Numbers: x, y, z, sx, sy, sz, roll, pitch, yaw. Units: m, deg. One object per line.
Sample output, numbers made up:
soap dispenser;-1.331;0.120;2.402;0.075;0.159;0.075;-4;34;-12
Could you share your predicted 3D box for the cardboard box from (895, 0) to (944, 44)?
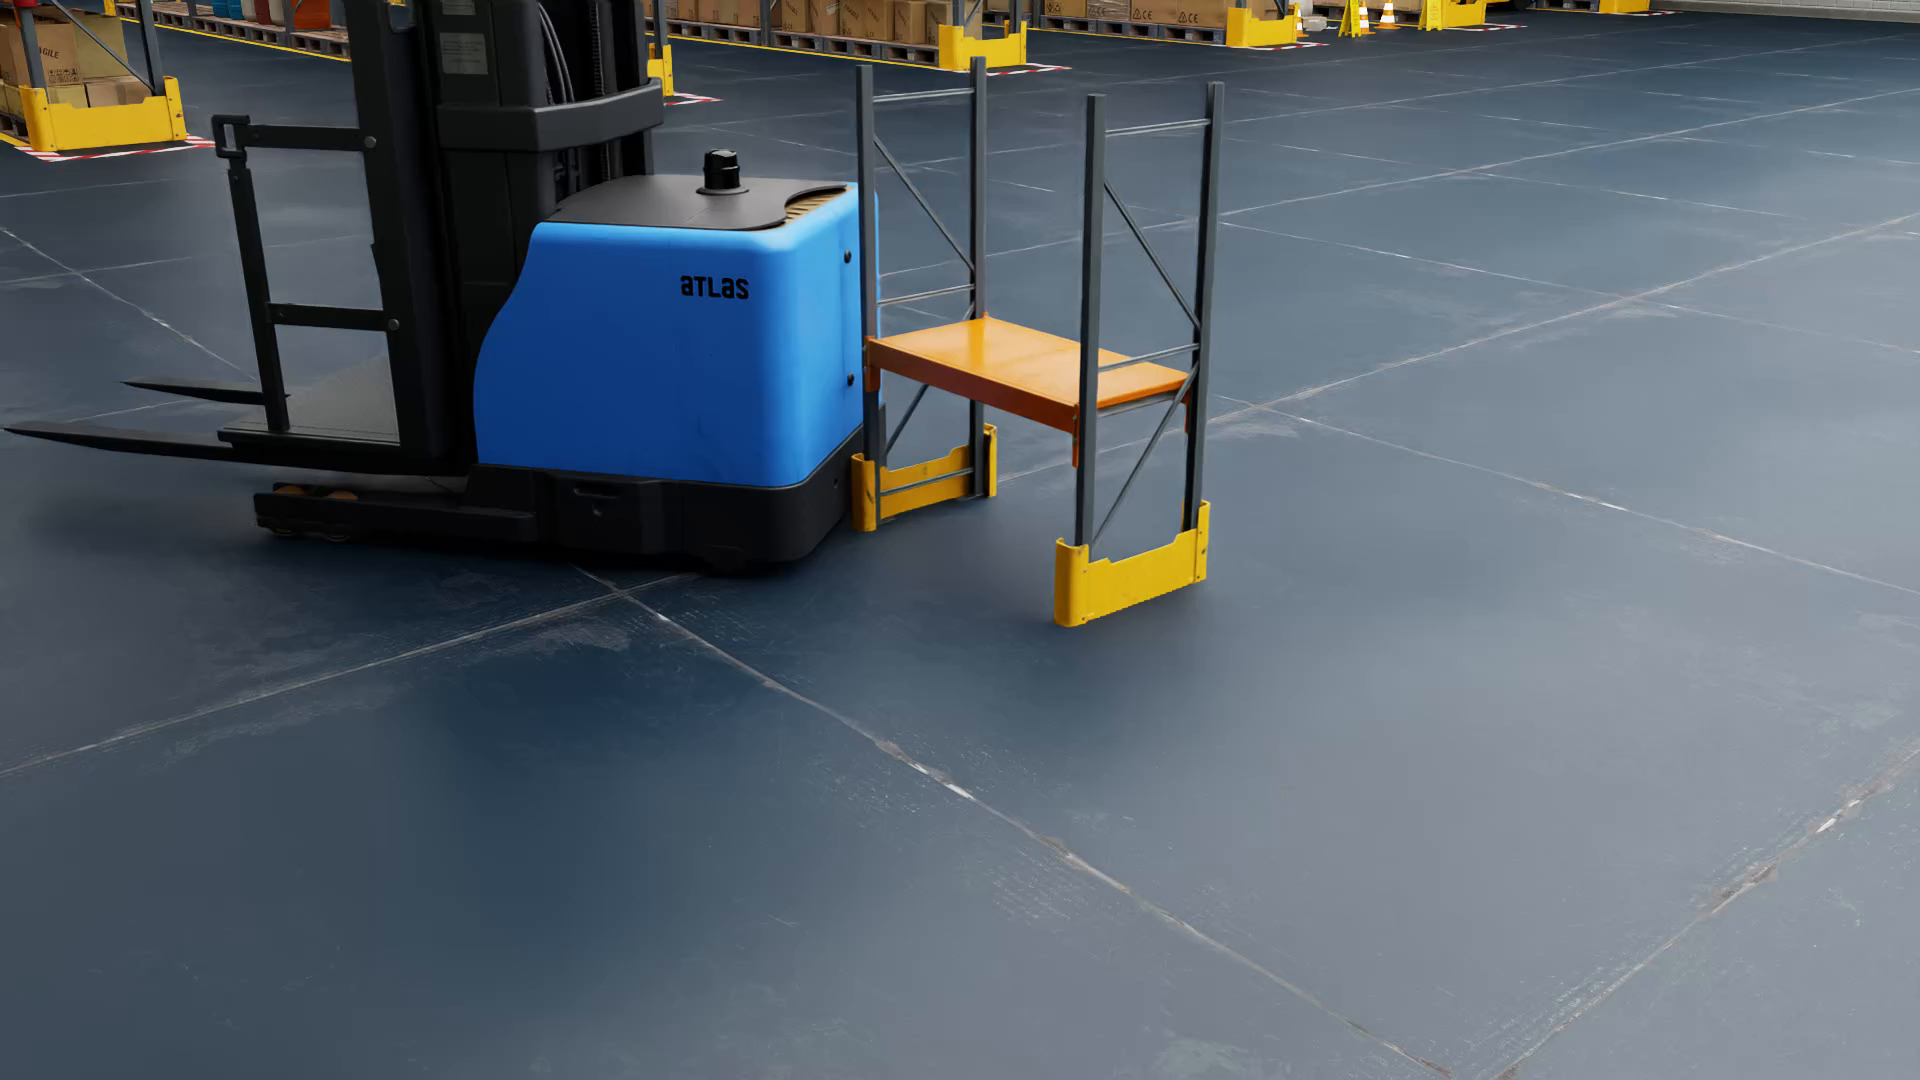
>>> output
cardboard box;-0.484;-6.472;20.746;0.500;0.500;0.500;-10;23;-24

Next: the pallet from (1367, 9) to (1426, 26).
pallet;7.281;-8.421;26.696;1.003;0.211;1.213;-17;27;-37

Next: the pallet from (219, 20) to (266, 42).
pallet;-9.986;-7.384;24.048;1.003;0.211;1.213;-17;27;-37

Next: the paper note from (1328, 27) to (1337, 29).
paper note;5.709;-7.871;25.537;0.142;0.019;0.148;12;24;27

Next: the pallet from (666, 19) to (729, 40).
pallet;-3.594;-7.465;24.255;1.003;0.211;1.213;-17;27;-37

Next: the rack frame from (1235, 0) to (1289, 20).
rack frame;4.150;-8.260;22.459;1.000;3.000;0.127;-17;27;-37

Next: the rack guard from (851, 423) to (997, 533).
rack guard;-0.116;-0.218;5.697;0.587;0.250;0.087;-17;27;-36

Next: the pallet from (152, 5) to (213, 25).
pallet;-12.568;-8.476;26.835;1.003;0.211;1.213;-17;27;-37

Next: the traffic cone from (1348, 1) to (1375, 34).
traffic cone;5.957;-7.738;24.606;0.336;0.463;0.334;-17;27;-37

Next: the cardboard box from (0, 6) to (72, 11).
cardboard box;-8.676;-4.765;15.702;0.500;0.500;0.500;-17;27;-37

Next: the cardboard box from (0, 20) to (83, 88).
cardboard box;-7.756;-4.091;13.983;0.500;0.500;0.500;-17;27;-37

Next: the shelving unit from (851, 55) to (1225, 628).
shelving unit;0.202;-0.660;5.112;0.587;1.500;1.083;-17;27;-36

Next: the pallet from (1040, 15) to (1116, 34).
pallet;1.976;-7.838;25.205;1.003;0.211;1.213;-17;27;-37

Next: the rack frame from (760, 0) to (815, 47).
rack frame;-2.284;-8.212;22.337;1.000;3.000;0.127;-17;27;-37

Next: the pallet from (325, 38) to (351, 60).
pallet;-7.379;-6.279;21.227;1.003;0.211;1.213;-17;27;-37

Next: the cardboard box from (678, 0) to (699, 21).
cardboard box;-3.696;-7.872;24.295;0.700;0.500;0.500;-15;26;-33

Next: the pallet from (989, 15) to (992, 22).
pallet;0.178;-8.599;27.149;1.003;0.211;1.213;-17;27;-37

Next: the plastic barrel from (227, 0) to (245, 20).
plastic barrel;-10.454;-8.112;24.382;0.600;0.901;0.708;-17;27;-37

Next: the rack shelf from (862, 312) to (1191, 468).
rack shelf;0.208;-0.490;5.171;0.538;0.185;1.000;-17;27;-36

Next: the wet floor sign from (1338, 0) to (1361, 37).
wet floor sign;5.669;-7.627;24.071;0.232;0.644;0.267;17;27;36

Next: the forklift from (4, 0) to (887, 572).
forklift;-1.837;-1.538;5.392;3.031;2.935;1.130;5;22;13

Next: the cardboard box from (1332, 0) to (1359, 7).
cardboard box;6.425;-8.829;27.106;0.500;0.250;0.500;-19;28;-39

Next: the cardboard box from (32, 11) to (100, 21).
cardboard box;-8.026;-4.488;14.995;0.500;0.500;0.500;-17;27;-37

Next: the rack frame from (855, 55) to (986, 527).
rack frame;-0.117;-0.800;5.470;0.500;1.500;0.032;-17;27;-36

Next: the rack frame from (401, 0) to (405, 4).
rack frame;-10.117;-11.527;30.802;1.000;3.000;0.127;-17;27;-37

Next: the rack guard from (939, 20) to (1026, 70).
rack guard;0.277;-5.964;20.025;1.175;0.500;0.348;-17;27;-37

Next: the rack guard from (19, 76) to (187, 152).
rack guard;-7.165;-3.579;13.936;1.175;0.500;0.348;-17;27;-37

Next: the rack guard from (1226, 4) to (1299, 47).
rack guard;4.166;-7.089;22.898;1.175;0.500;0.348;-17;27;-37

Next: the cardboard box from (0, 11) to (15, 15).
cardboard box;-8.745;-4.502;15.033;0.500;0.500;0.500;-17;27;-37

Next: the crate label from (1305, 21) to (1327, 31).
crate label;5.397;-7.789;25.183;0.298;0.136;0.250;7;23;18

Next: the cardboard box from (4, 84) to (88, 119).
cardboard box;-7.754;-3.743;14.121;0.500;0.250;0.500;-17;27;-37

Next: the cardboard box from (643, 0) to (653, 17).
cardboard box;-4.443;-8.178;25.074;0.700;0.500;0.500;-19;28;-40

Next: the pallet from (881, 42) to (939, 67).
pallet;-0.226;-6.062;20.672;1.003;0.211;1.213;-17;27;-37

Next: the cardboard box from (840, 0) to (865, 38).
cardboard box;-1.209;-6.814;21.620;0.500;0.500;0.500;19;29;40

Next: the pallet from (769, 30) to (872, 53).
pallet;-1.819;-6.736;22.393;1.003;0.211;1.213;-17;27;-37

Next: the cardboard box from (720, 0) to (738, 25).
cardboard box;-2.966;-7.564;23.507;0.700;0.500;0.500;-18;27;-38

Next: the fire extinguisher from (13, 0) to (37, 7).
fire extinguisher;-7.455;-4.570;13.146;0.296;0.674;0.183;-17;27;-37

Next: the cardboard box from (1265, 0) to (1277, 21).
cardboard box;4.770;-8.186;25.694;0.637;0.503;0.797;3;22;9

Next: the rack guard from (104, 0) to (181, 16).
rack guard;-13.895;-9.188;28.256;1.175;0.500;0.348;-17;27;-37

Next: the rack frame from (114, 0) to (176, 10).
rack frame;-13.869;-10.348;27.792;1.000;3.000;0.127;-17;27;-37

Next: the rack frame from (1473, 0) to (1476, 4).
rack frame;7.834;-9.466;25.539;1.000;3.000;0.127;-17;27;-37

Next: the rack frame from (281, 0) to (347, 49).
rack frame;-8.647;-8.138;22.148;1.000;3.000;0.127;-17;27;-37

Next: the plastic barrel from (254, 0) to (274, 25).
plastic barrel;-9.717;-7.654;23.643;0.600;0.588;0.708;-17;27;-37

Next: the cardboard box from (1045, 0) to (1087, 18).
cardboard box;1.897;-8.380;25.105;0.875;0.875;0.875;-17;27;-37

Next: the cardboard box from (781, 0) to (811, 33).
cardboard box;-2.053;-7.123;22.410;0.500;0.500;0.500;-18;28;-39

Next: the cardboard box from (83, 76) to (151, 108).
cardboard box;-7.362;-3.866;14.436;0.500;0.250;0.500;-17;27;-37

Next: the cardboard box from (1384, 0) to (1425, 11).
cardboard box;7.087;-8.547;26.387;0.500;0.250;0.500;-18;27;-38

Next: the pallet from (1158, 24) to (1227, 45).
pallet;3.569;-7.163;23.484;1.003;0.211;1.213;-17;27;-37

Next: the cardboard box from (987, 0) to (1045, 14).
cardboard box;1.066;-8.663;25.997;1.050;0.750;0.750;-18;27;-38

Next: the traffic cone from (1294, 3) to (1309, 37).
traffic cone;4.879;-7.563;24.159;0.336;0.463;0.334;-17;27;-37

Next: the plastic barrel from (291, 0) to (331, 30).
plastic barrel;-8.980;-7.454;22.802;0.600;0.830;0.708;-17;27;-37

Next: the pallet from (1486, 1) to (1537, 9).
pallet;10.269;-9.888;30.441;1.003;0.211;1.213;-17;27;-37

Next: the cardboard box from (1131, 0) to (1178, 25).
cardboard box;3.082;-7.880;23.827;0.875;0.875;0.875;-18;28;-38
